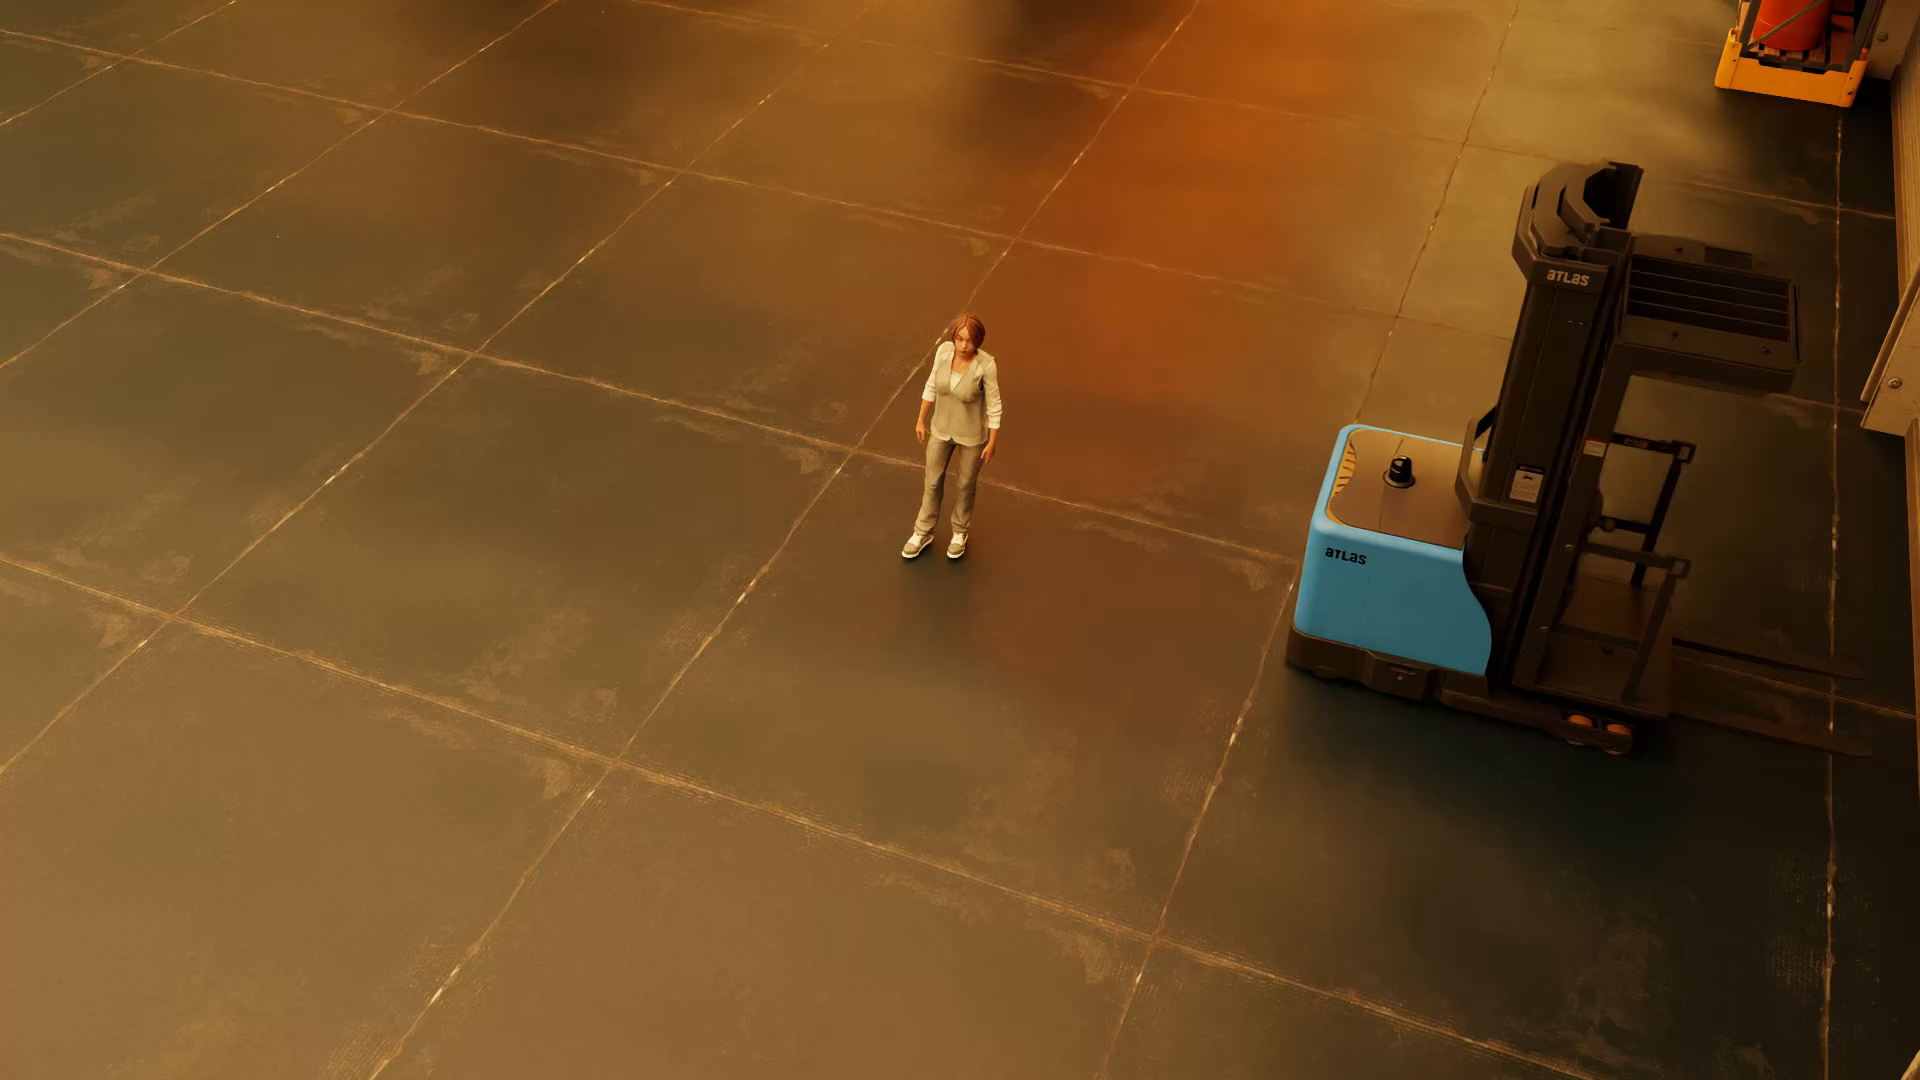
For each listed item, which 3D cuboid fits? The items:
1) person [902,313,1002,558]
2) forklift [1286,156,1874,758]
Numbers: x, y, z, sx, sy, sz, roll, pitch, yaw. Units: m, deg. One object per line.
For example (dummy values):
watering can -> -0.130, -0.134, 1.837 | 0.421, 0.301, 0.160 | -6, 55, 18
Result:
person -> -0.041, -0.578, 9.724 | 0.521, 1.596, 0.475 | 15, 42, 17
forklift -> 3.415, -0.362, 8.438 | 3.031, 2.935, 1.130 | 13, 42, 15
